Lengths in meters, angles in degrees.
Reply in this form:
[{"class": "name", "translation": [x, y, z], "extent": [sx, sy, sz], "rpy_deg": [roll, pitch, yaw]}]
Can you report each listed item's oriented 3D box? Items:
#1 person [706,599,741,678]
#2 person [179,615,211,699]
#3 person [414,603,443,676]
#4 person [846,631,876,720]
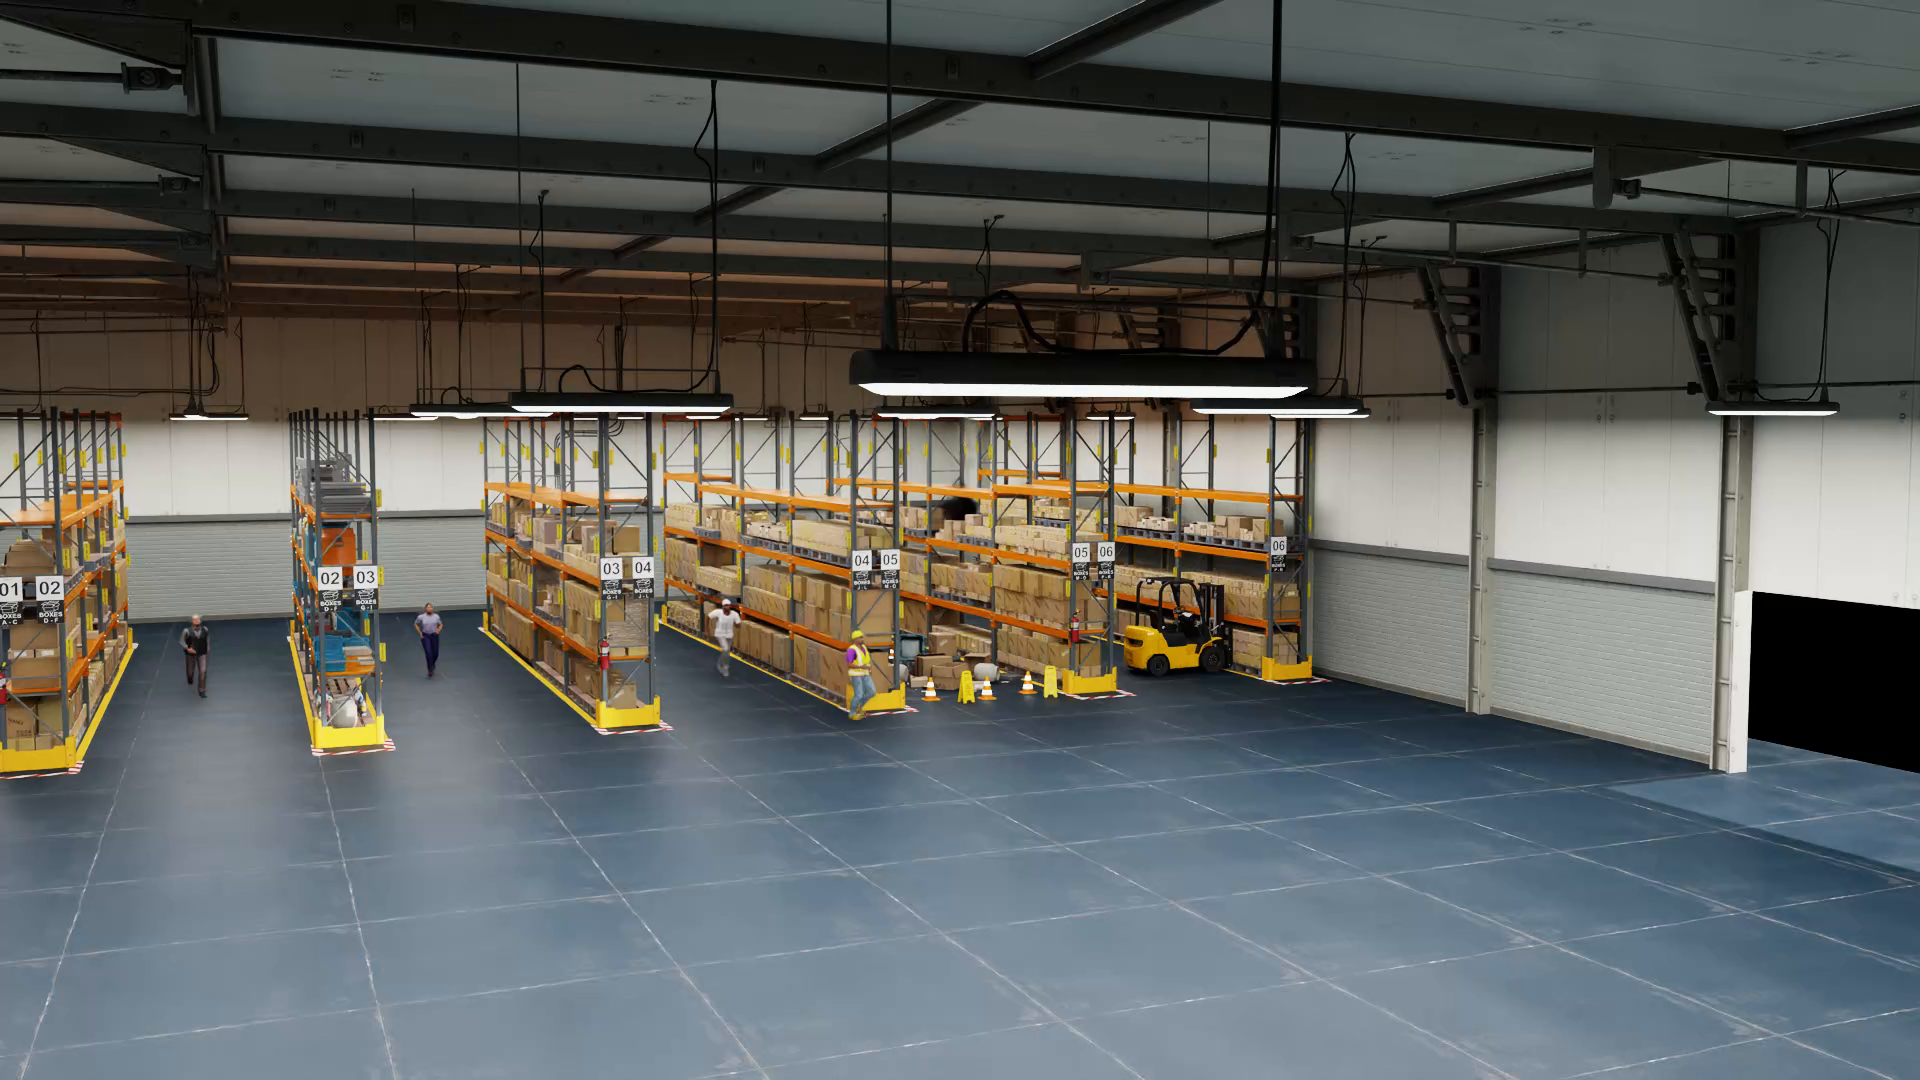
[{"class": "person", "translation": [-5.337, 2.215, 37.653], "extent": [0.729, 1.785, 0.835], "rpy_deg": [-2, 5, -27]}, {"class": "person", "translation": [-16.093, 2.441, 35.018], "extent": [0.633, 1.714, 1.083], "rpy_deg": [-2, 5, -31]}, {"class": "person", "translation": [-12.121, 2.256, 37.974], "extent": [0.613, 1.640, 0.705], "rpy_deg": [-2, 5, -29]}, {"class": "person", "translation": [-1.898, 2.603, 32.028], "extent": [0.623, 1.725, 0.685], "rpy_deg": [3, 5, 37]}]
